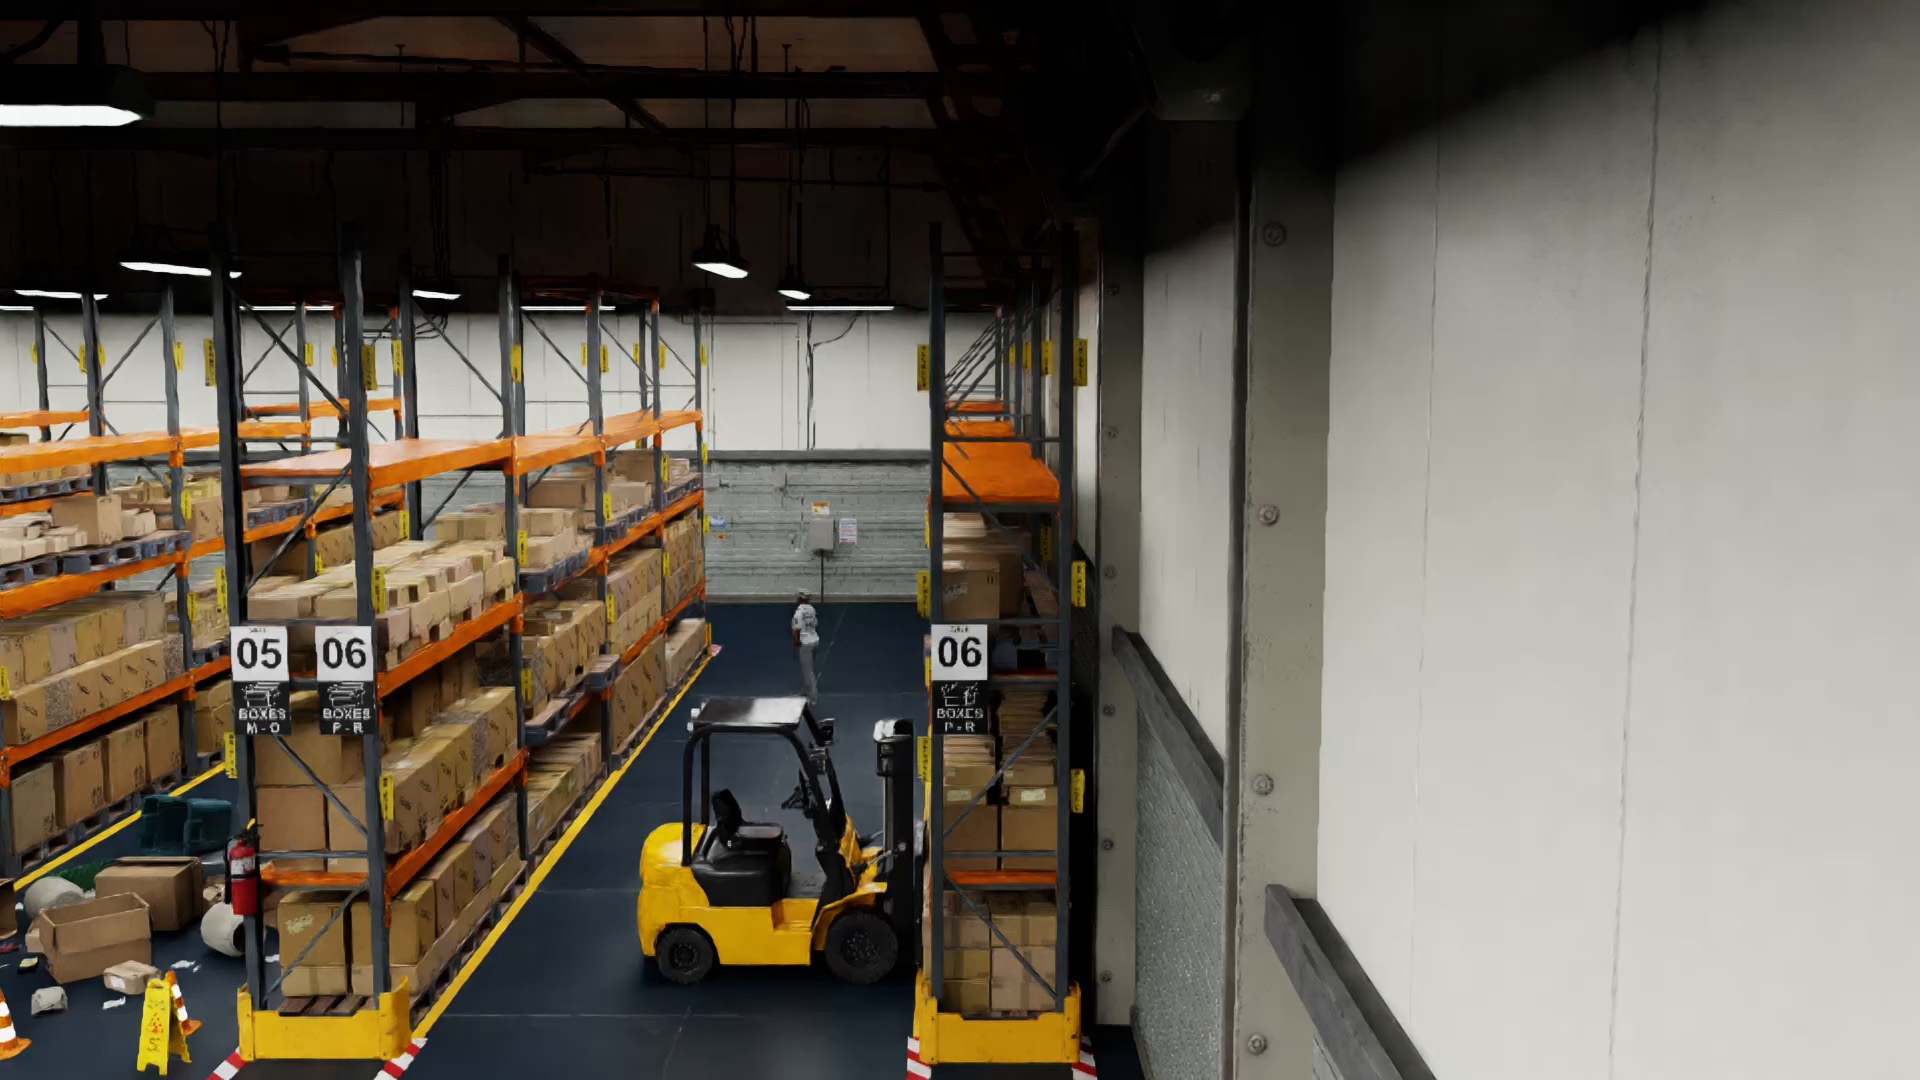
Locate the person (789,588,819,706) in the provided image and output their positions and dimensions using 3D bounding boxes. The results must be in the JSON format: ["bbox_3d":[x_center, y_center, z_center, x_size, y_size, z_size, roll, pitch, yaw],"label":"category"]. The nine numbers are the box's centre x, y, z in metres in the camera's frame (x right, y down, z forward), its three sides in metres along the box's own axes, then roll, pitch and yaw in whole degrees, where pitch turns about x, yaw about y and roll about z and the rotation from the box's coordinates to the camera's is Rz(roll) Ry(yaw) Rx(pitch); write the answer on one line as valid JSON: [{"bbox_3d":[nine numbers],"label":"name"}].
[{"bbox_3d":[-2.259,1.527,24.029,0.560,1.663,0.587,3,7,22],"label":"person"}]
